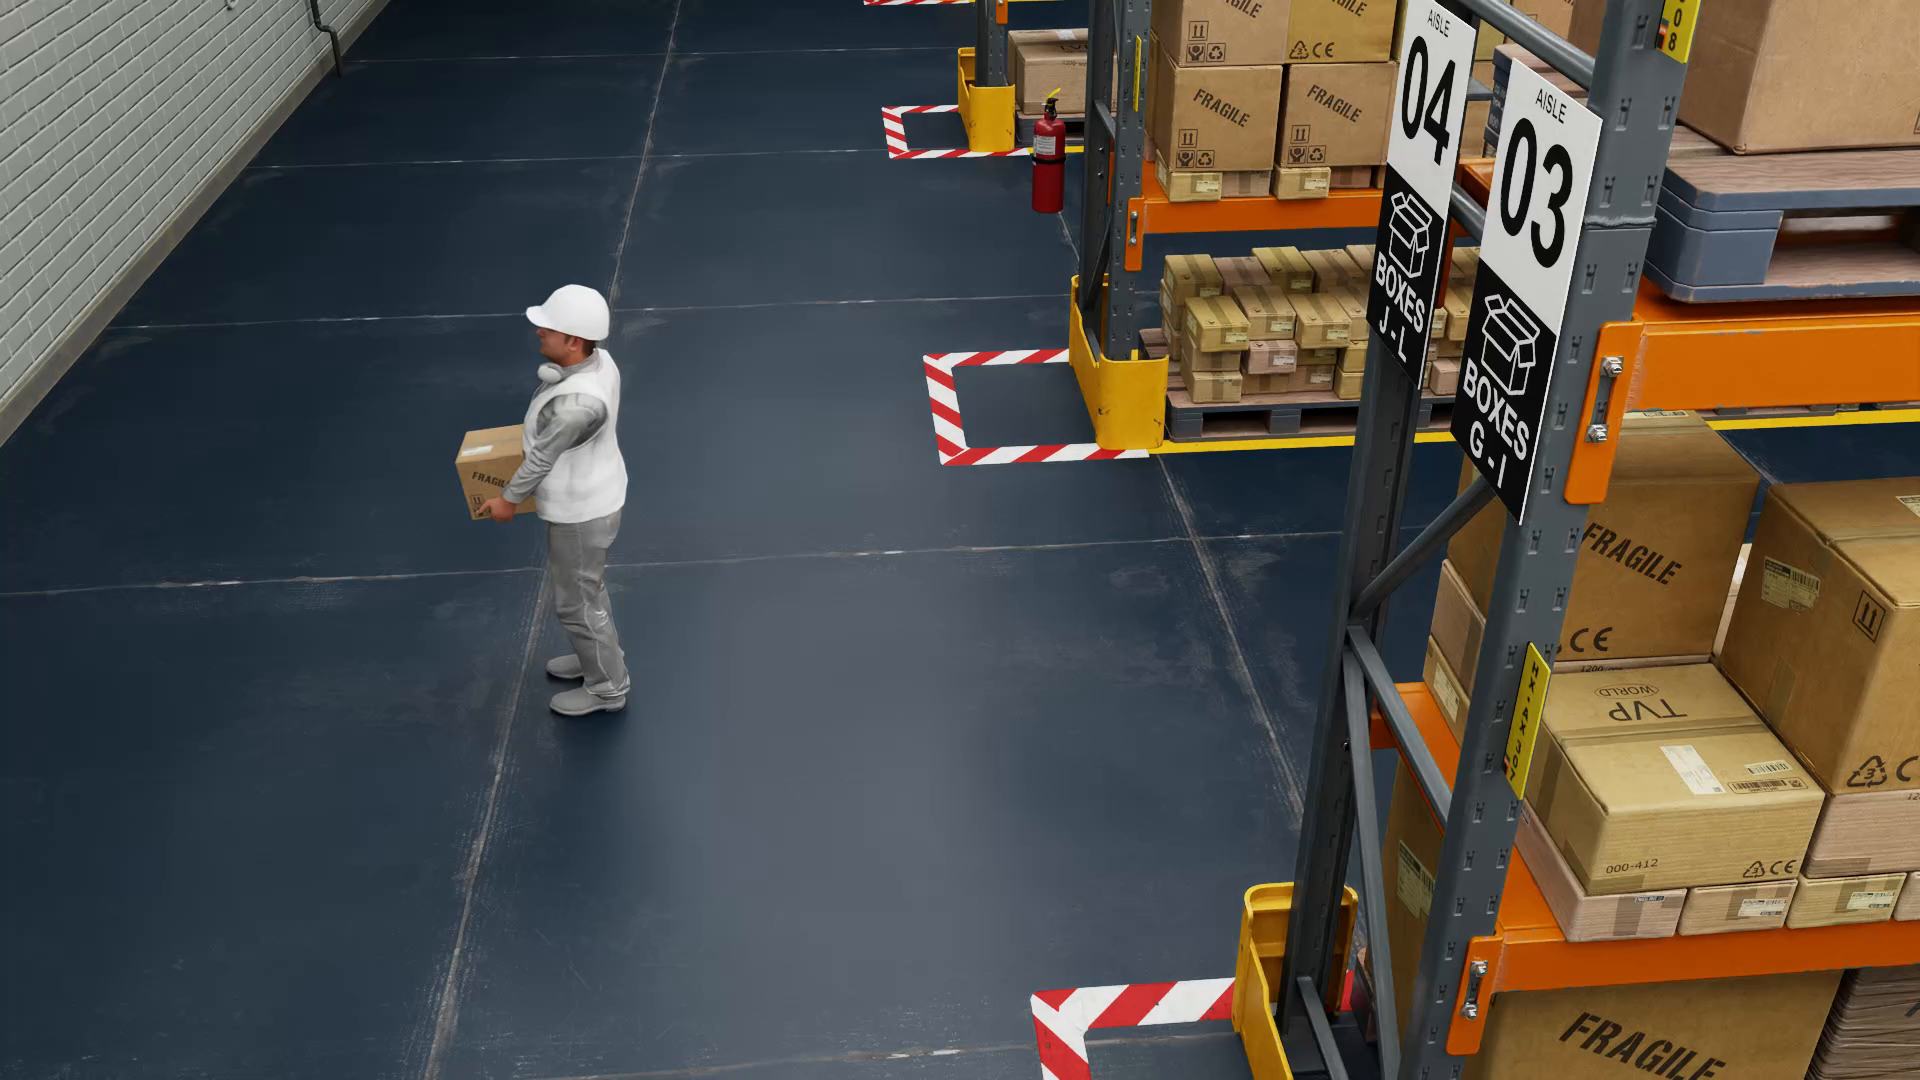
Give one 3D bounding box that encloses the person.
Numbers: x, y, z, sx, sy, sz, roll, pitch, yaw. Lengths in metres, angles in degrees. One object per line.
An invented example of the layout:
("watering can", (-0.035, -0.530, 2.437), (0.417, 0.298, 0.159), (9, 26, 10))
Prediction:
("person", (-1.539, -0.138, 6.348), (0.554, 1.762, 0.494), (-3, 31, -4))
